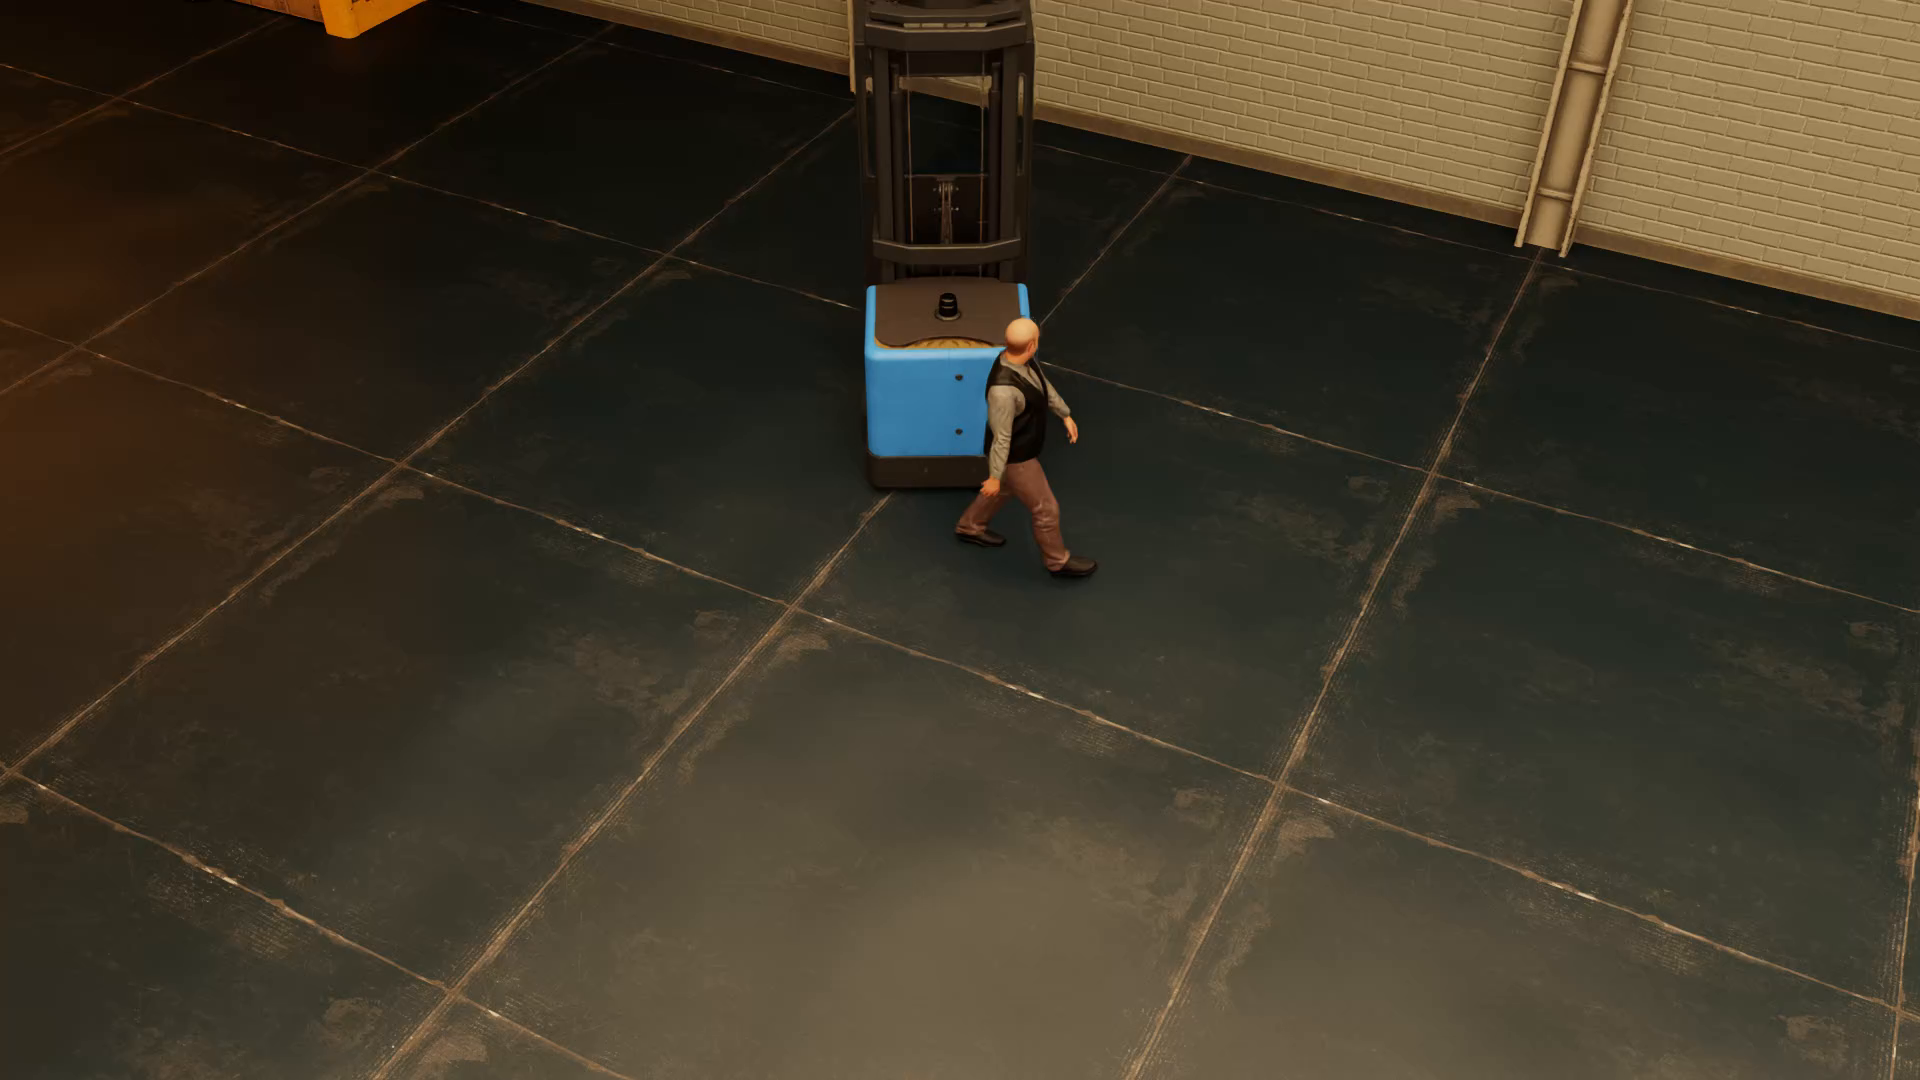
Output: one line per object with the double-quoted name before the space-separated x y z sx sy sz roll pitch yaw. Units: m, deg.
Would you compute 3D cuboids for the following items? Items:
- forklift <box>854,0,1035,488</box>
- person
"forklift" -0.099 -2.378 10.810 1.130 2.935 3.031 -1 40 -1
"person" 0.392 -0.505 9.585 0.892 1.674 0.667 4 40 5
